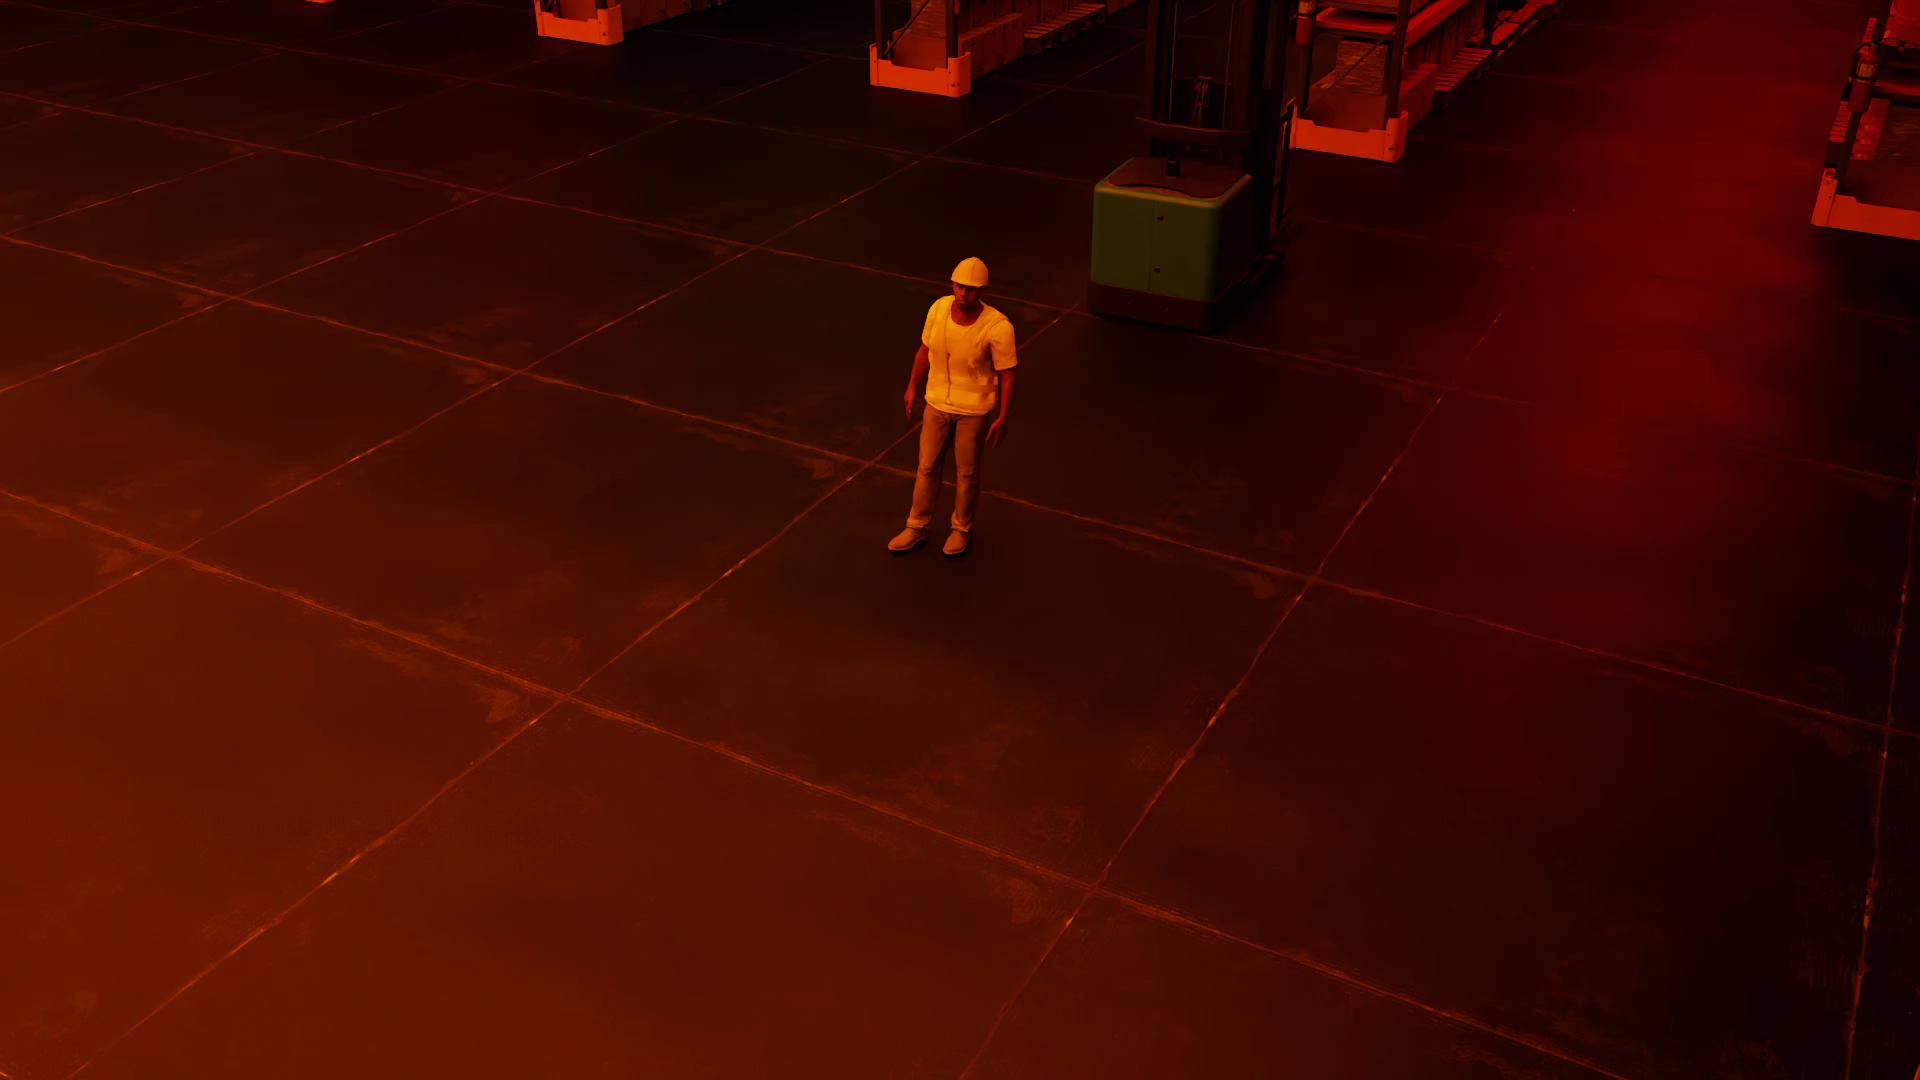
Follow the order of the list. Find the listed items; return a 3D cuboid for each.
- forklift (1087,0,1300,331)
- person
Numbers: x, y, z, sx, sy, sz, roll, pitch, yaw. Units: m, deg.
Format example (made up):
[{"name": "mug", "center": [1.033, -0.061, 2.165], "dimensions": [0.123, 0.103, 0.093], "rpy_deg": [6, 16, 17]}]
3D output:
[{"name": "forklift", "center": [2.089, -3.565, 13.248], "dimensions": [1.130, 2.935, 3.031], "rpy_deg": [14, 33, 22]}, {"name": "person", "center": [-0.039, -0.743, 9.508], "dimensions": [0.665, 1.765, 0.577], "rpy_deg": [15, 33, 25]}]
